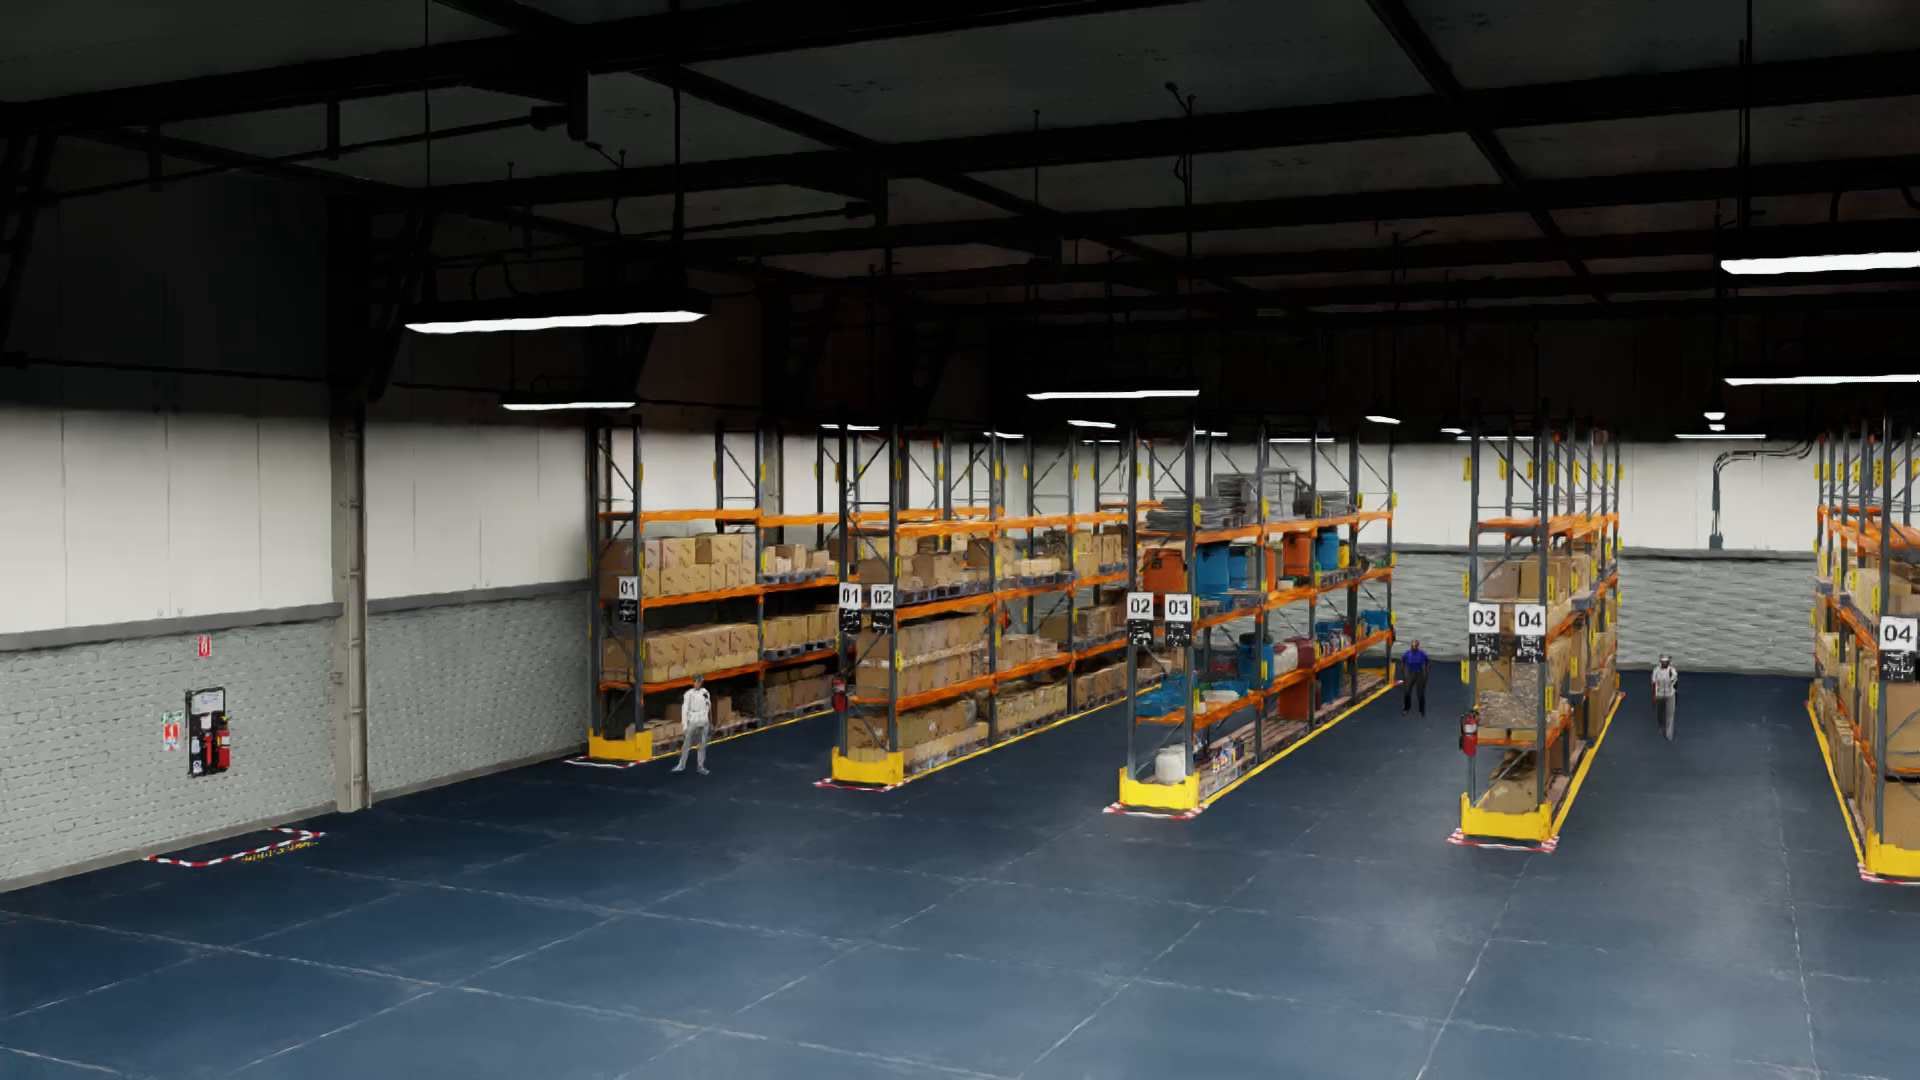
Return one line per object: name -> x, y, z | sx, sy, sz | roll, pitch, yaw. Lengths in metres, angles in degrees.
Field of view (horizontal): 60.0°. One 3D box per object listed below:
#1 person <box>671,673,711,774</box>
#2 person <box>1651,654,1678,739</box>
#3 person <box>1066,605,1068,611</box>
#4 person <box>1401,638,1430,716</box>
person -> -4.470, 3.037, 27.613 | 0.653, 1.669, 0.460 | -1, 2, -19
person -> 13.225, 2.905, 31.220 | 0.456, 1.589, 1.088 | 1, 3, 27
person -> 2.826, 2.440, 42.811 | 0.478, 1.580, 1.000 | 1, 2, 16
person -> 9.329, 2.804, 34.122 | 0.571, 1.604, 0.517 | 1, 3, 23
